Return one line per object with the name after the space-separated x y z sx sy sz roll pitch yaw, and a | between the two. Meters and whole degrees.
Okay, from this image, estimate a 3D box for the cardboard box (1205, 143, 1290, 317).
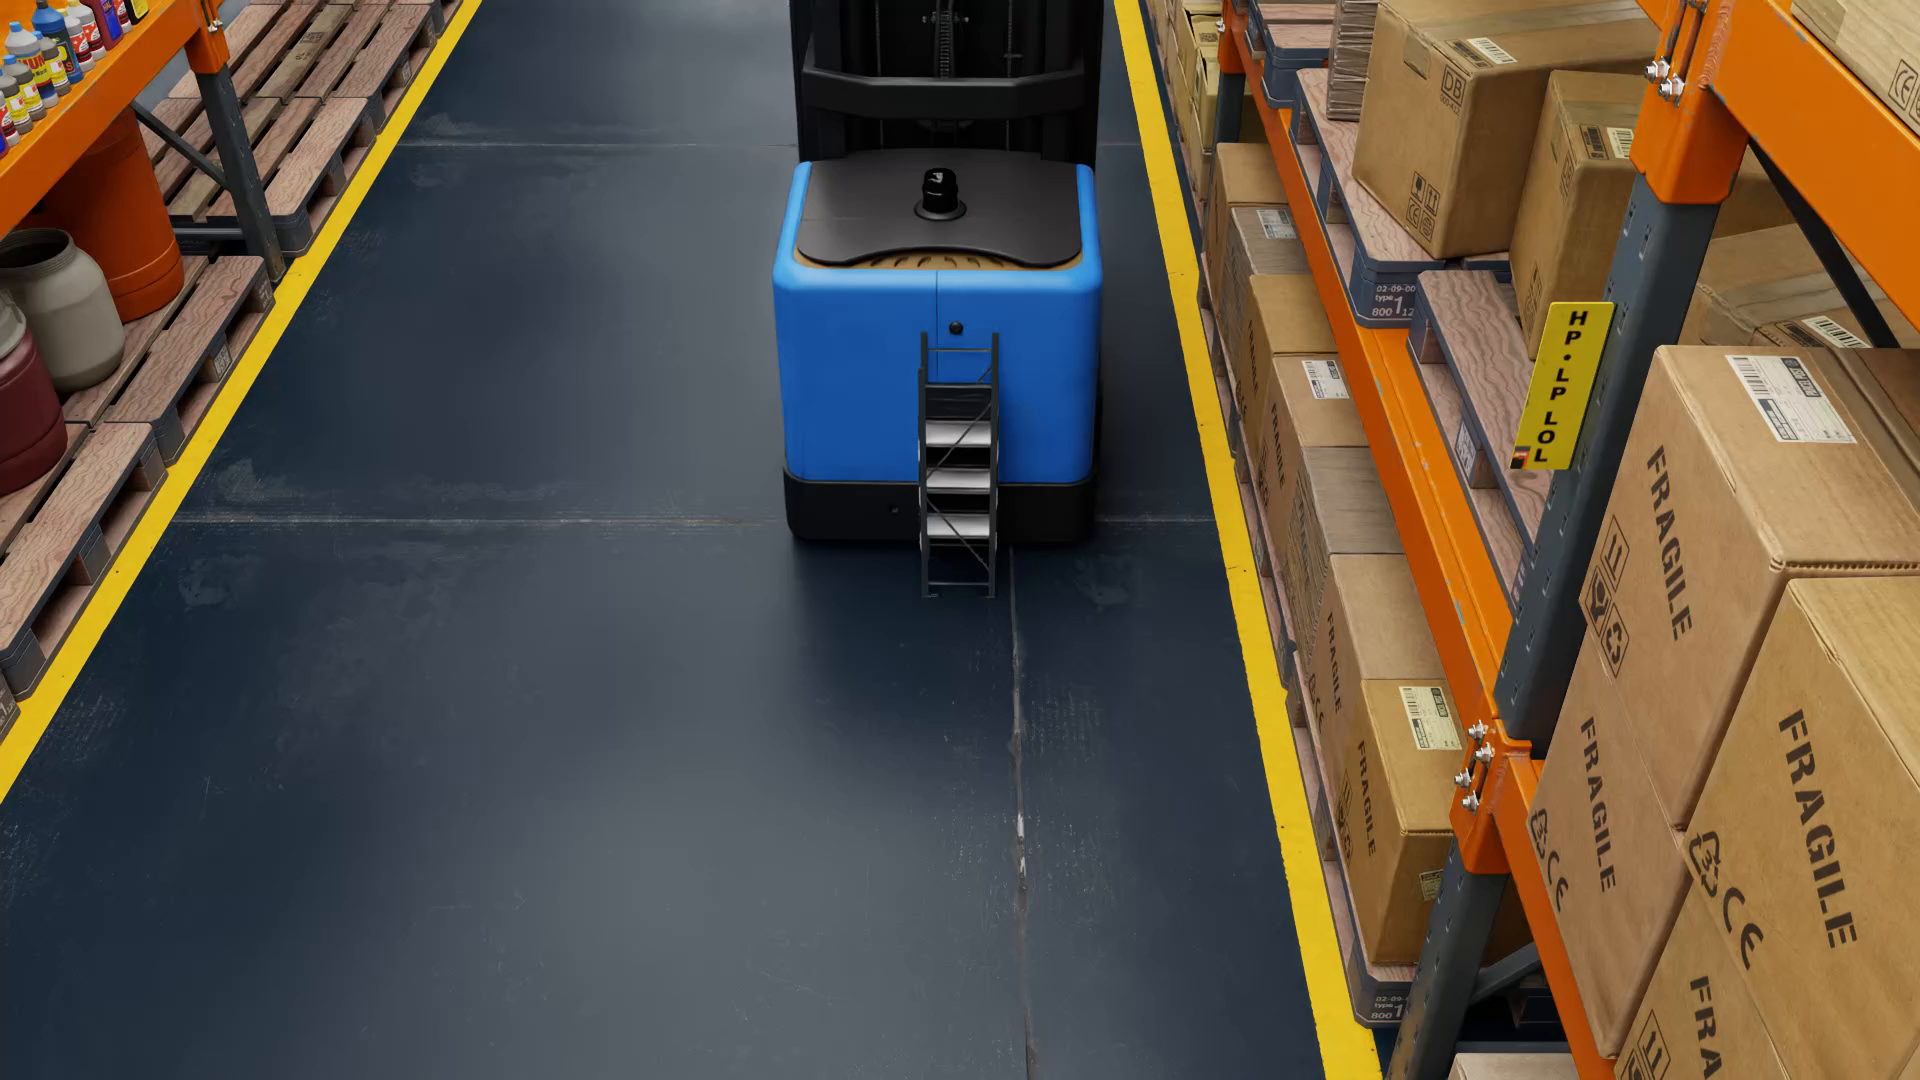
1.252 -1.212 6.511 0.500 0.500 0.500 2 39 2 | cardboard box

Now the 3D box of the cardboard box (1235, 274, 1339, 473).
1.254 -0.571 5.711 0.500 0.500 0.500 -1 39 -1 | cardboard box

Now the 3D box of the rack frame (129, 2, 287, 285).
-3.416 -2.300 6.221 1.000 3.000 0.127 0 39 0 | rack frame

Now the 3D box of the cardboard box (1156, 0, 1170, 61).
1.288 -2.679 8.557 0.500 0.250 0.500 1 39 1 | cardboard box

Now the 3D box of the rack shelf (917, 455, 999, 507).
-0.003 -0.197 5.329 0.258 0.077 0.200 1 39 1 | rack shelf

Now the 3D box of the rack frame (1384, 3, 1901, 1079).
1.545 0.201 3.101 0.949 2.616 0.053 0 39 0 | rack frame

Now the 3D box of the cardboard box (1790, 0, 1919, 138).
1.295 -0.607 1.830 0.500 0.250 0.500 0 39 0 | cardboard box

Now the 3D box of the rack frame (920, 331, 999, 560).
-0.001 -0.286 5.388 0.240 0.900 0.006 1 39 1 | rack frame

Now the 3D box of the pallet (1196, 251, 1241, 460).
1.500 -0.746 6.512 1.003 0.211 1.213 0 39 0 | pallet

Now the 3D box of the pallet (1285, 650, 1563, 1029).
1.503 0.780 4.608 1.003 0.211 1.213 0 39 0 | pallet

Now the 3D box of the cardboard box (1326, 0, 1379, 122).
1.461 -1.538 4.855 0.700 0.500 0.500 7 39 8 | cardboard box

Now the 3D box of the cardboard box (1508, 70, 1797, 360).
1.701 -0.729 3.845 0.700 0.500 0.500 6 39 7 | cardboard box

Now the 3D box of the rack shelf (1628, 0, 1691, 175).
1.539 -1.940 3.949 1.077 0.370 4.000 0 39 0 | rack shelf

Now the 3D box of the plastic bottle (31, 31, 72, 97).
-3.007 -1.570 5.470 0.097 0.201 0.097 0 39 0 | plastic bottle

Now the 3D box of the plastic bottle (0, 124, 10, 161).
-2.988 -1.287 5.050 0.061 0.283 0.133 0 39 0 | plastic bottle

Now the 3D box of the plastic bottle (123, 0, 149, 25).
-2.989 -2.001 5.942 0.061 0.283 0.133 0 39 0 | plastic bottle

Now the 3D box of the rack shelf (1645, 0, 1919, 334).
1.544 0.561 0.827 1.077 0.370 4.000 0 39 0 | rack shelf

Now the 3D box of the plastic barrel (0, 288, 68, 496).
-3.397 -0.510 5.581 0.600 0.588 0.708 0 39 0 | plastic barrel

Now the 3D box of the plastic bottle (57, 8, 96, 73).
-3.007 -1.692 5.622 0.097 0.201 0.097 0 39 0 | plastic bottle

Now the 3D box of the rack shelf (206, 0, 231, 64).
-3.418 -3.270 8.007 1.077 0.370 4.000 0 39 0 | rack shelf

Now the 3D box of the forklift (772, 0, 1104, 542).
-0.041 -2.031 5.941 1.130 2.935 3.031 1 39 1 | forklift

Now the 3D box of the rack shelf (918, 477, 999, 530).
-0.003 -0.127 5.386 0.258 0.077 0.200 1 39 1 | rack shelf

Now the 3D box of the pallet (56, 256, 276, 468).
-3.374 -0.718 6.478 1.003 0.211 1.213 0 39 0 | pallet

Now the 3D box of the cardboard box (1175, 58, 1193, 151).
1.289 -2.043 7.764 0.500 0.250 0.500 0 39 -1 | cardboard box

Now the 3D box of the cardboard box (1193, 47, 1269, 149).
1.290 -1.938 7.184 0.500 0.311 0.500 1 39 1 | cardboard box

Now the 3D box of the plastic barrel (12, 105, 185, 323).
-3.399 -1.311 6.387 0.600 0.830 0.708 0 39 0 | plastic barrel

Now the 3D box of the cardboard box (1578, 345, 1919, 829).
1.261 0.066 2.389 0.500 0.500 0.500 1 39 1 | cardboard box

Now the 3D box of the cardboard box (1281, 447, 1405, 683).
1.262 0.073 4.907 0.500 0.500 0.500 0 39 1 | cardboard box

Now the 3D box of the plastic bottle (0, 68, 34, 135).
-3.006 -1.388 5.242 0.097 0.201 0.097 0 39 0 | plastic bottle

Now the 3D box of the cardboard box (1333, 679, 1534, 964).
1.255 0.696 4.130 0.500 0.500 0.500 0 39 0 | cardboard box

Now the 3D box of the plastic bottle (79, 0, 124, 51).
-2.989 -1.857 5.762 0.061 0.283 0.133 0 39 0 | plastic bottle

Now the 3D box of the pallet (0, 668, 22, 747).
-3.371 0.807 4.574 1.003 0.211 1.213 0 39 0 | pallet

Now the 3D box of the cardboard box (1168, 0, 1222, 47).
1.285 -2.579 7.984 0.500 0.311 0.500 0 39 0 | cardboard box

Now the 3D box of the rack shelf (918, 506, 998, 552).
-0.003 -0.056 5.442 0.258 0.077 0.200 1 39 1 | rack shelf

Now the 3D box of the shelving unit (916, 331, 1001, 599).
-0.003 -0.223 5.309 0.258 0.900 0.210 1 39 1 | shelving unit

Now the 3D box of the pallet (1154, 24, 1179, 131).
1.577 -2.489 8.687 1.003 0.211 1.213 0 39 0 | pallet

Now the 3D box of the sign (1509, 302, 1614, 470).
0.987 -0.249 2.736 0.100 0.325 0.005 0 39 0 | sign

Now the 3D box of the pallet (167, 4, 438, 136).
-3.377 -2.457 8.647 1.003 0.211 1.213 0 39 0 | pallet

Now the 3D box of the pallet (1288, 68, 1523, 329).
1.544 -1.010 4.765 1.003 0.211 1.213 0 39 0 | pallet

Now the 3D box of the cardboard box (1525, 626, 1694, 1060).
1.270 0.480 2.672 0.500 0.500 0.500 1 39 1 | cardboard box
